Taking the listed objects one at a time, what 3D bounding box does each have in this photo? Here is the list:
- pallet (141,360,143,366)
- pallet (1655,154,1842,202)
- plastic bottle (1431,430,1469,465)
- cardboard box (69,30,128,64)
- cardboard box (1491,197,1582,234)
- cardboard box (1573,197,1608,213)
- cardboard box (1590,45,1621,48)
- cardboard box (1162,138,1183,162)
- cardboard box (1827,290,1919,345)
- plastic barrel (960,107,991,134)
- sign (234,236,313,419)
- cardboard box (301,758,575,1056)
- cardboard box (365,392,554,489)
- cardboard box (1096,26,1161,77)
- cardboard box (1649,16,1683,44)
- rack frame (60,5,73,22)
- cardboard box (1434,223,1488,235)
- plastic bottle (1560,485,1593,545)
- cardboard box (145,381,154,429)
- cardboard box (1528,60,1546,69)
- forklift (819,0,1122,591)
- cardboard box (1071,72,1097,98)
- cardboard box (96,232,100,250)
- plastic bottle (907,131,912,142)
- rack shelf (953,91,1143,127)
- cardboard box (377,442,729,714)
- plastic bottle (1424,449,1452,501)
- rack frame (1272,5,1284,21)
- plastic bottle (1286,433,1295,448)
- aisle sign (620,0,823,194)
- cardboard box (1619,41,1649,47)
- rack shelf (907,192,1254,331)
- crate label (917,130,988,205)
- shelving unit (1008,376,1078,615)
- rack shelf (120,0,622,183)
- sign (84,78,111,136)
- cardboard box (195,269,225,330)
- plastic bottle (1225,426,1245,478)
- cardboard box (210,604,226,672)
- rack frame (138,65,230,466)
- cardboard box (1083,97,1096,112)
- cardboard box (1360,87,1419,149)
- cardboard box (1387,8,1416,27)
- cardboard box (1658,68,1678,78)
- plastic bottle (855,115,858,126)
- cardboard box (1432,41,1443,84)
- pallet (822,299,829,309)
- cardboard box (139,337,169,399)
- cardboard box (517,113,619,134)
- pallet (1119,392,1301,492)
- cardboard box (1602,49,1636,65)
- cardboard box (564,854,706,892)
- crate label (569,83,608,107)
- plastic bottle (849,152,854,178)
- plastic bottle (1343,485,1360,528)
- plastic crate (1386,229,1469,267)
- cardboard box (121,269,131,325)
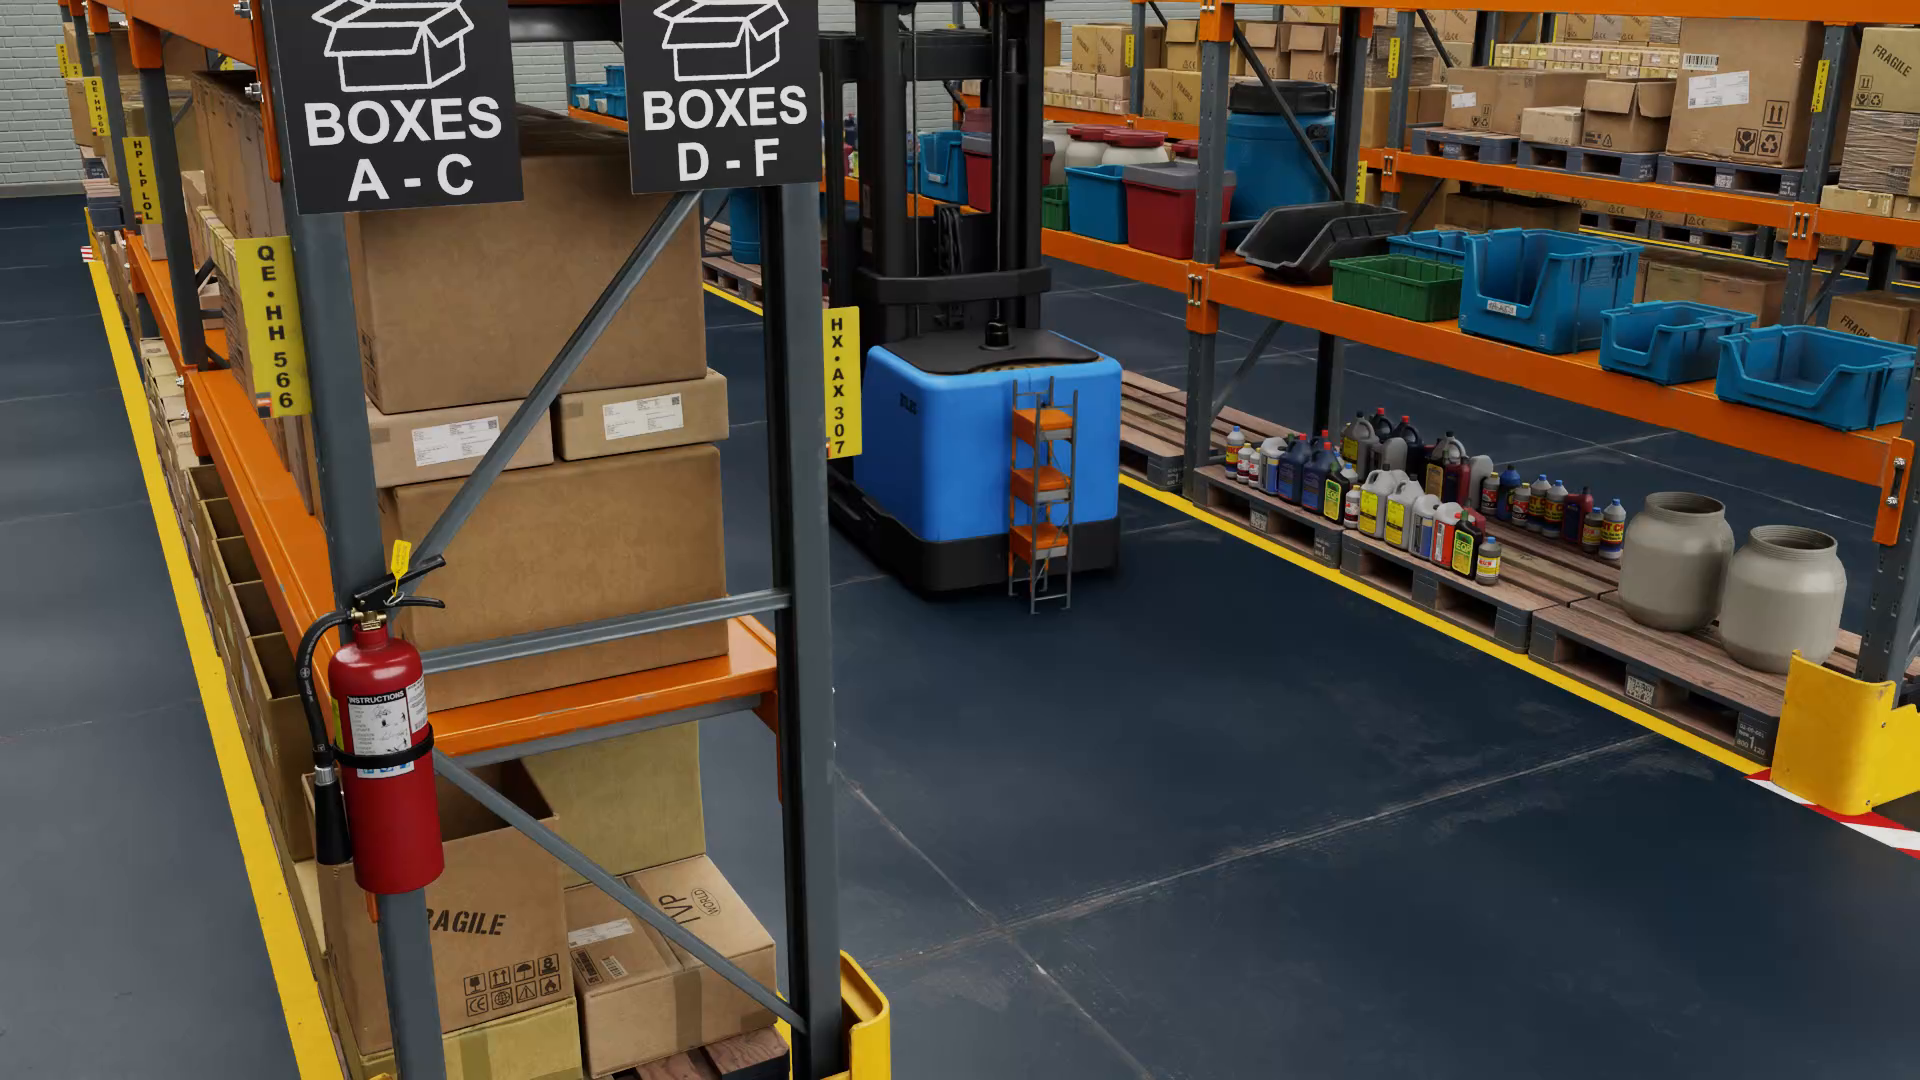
[{"bbox_3d":[-5.446,-1.351,12.223,1.003,0.211,1.213,-10,21,-27],"label":"pallet"},{"bbox_3d":[5.835,-2.636,11.965,1.003,0.211,1.213,-10,21,-27],"label":"pallet"},{"bbox_3d":[2.515,-0.385,8.535,0.144,0.351,0.185,-10,21,-27],"label":"plastic bottle"},{"bbox_3d":[-7.162,-4.019,13.994,0.500,0.500,0.500,-10,22,-28],"label":"cardboard box"},{"bbox_3d":[4.776,-2.675,13.793,0.500,0.250,0.500,-7,20,-21],"label":"cardboard box"},{"bbox_3d":[7.315,-3.984,18.767,0.500,0.500,0.500,-10,21,-26],"label":"cardboard box"},{"bbox_3d":[7.421,-5.569,19.002,0.380,0.149,0.250,-10,21,-27],"label":"cardboard box"},{"bbox_3d":[2.593,-3.794,17.643,1.225,0.875,0.875,-10,21,-26],"label":"cardboard box"},{"bbox_3d":[6.225,-1.380,11.221,0.500,0.500,0.500,-11,22,-28],"label":"cardboard box"},{"bbox_3d":[0.299,-2.843,12.065,0.600,0.536,0.708,-10,21,-27],"label":"plastic barrel"},{"bbox_3d":[-1.234,-0.382,3.002,0.100,0.325,0.005,-10,21,-27],"label":"sign"},{"bbox_3d":[-1.267,0.836,4.031,0.500,0.500,0.500,-10,21,-27],"label":"cardboard box"},{"bbox_3d":[-1.099,-0.237,3.571,0.380,0.149,0.250,-10,22,-28],"label":"cardboard box"},{"bbox_3d":[1.818,-5.296,18.004,0.500,0.500,0.500,-9,21,-25],"label":"cardboard box"},{"bbox_3d":[10.042,-7.220,23.271,0.500,0.500,0.500,-10,21,-26],"label":"cardboard box"},{"bbox_3d":[-8.348,-4.396,16.772,1.000,3.000,0.127,-10,21,-27],"label":"rack frame"},{"bbox_3d":[4.507,-2.470,14.348,0.700,0.500,0.500,-11,22,-30],"label":"cardboard box"},{"bbox_3d":[2.933,-0.129,7.898,0.061,0.283,0.133,-10,21,-26],"label":"plastic bottle"},{"bbox_3d":[-4.559,-0.802,9.929,0.500,0.250,0.500,-10,21,-27],"label":"cardboard box"},{"bbox_3d":[6.715,-5.408,18.991,0.380,0.149,0.250,-9,21,-25],"label":"cardboard box"},{"bbox_3d":[-0.241,-1.592,8.751,1.130,2.935,3.031,-7,20,-21],"label":"forklift"},{"bbox_3d":[1.583,-5.085,18.543,0.500,0.250,0.500,-9,21,-25],"label":"cardboard box"},{"bbox_3d":[-8.102,-2.960,16.153,0.500,0.250,0.500,-10,21,-27],"label":"cardboard box"},{"bbox_3d":[-0.413,-3.140,13.329,0.097,0.271,0.097,0,19,0],"label":"plastic bottle"},{"bbox_3d":[1.322,-5.015,19.669,1.077,0.370,4.000,-10,21,-27],"label":"rack shelf"},{"bbox_3d":[-0.961,0.014,3.839,0.700,0.500,0.500,-10,21,-27],"label":"cardboard box"},{"bbox_3d":[2.437,-0.330,8.478,0.061,0.283,0.133,-10,21,-27],"label":"plastic bottle"},{"bbox_3d":[4.785,-6.668,23.358,1.000,3.000,0.127,-10,21,-27],"label":"rack frame"},{"bbox_3d":[1.748,-0.410,8.710,0.061,0.283,0.133,-10,21,-27],"label":"plastic bottle"},{"bbox_3d":[-0.449,-1.060,3.120,0.394,0.787,0.004,-10,21,-27],"label":"aisle sign"},{"bbox_3d":[9.812,-6.898,23.871,0.500,0.500,0.500,-9,21,-25],"label":"cardboard box"},{"bbox_3d":[0.762,-1.951,10.790,1.077,0.370,4.000,-10,21,-27],"label":"rack shelf"},{"bbox_3d":[0.046,-2.555,11.383,0.502,0.435,0.616,-10,21,-27],"label":"crate label"},{"bbox_3d":[0.374,-0.202,7.594,0.215,1.050,0.252,-8,22,-22],"label":"shelving unit"},{"bbox_3d":[-1.700,-1.455,4.753,1.077,0.370,4.000,-10,21,-27],"label":"rack shelf"},{"bbox_3d":[-5.022,-2.522,9.689,0.100,0.325,0.005,-10,21,-27],"label":"sign"},{"bbox_3d":[-3.229,-1.111,7.460,0.396,0.266,0.258,-11,22,-28],"label":"cardboard box"},{"bbox_3d":[1.477,-0.476,8.921,0.097,0.271,0.097,0,19,0],"label":"plastic bottle"},{"bbox_3d":[-2.696,0.330,6.647,0.500,0.250,0.500,-10,21,-27],"label":"cardboard box"},{"bbox_3d":[-2.650,-0.951,6.789,1.000,3.000,0.127,-10,21,-27],"label":"rack frame"},{"bbox_3d":[1.594,-4.847,18.463,0.380,0.149,0.250,-10,22,-28],"label":"cardboard box"},{"bbox_3d":[3.718,-3.783,14.843,0.500,0.500,0.500,-9,21,-25],"label":"cardboard box"},{"bbox_3d":[5.743,-6.570,20.932,0.500,0.500,0.500,-9,21,-25],"label":"cardboard box"},{"bbox_3d":[7.575,-4.887,17.481,0.380,0.149,0.250,-10,21,-27],"label":"cardboard box"},{"bbox_3d":[-0.840,-3.461,14.139,0.144,0.351,0.185,-10,21,-27],"label":"plastic bottle"},{"bbox_3d":[5.961,-5.952,20.674,0.500,0.500,0.500,-11,22,-28],"label":"cardboard box"},{"bbox_3d":[-0.599,-1.767,13.429,1.003,0.211,1.213,-10,21,-27],"label":"pallet"},{"bbox_3d":[-4.559,-1.067,9.838,0.500,0.311,0.500,-9,21,-25],"label":"cardboard box"},{"bbox_3d":[-1.240,-0.765,4.106,0.700,0.500,0.500,-11,22,-28],"label":"cardboard box"},{"bbox_3d":[1.304,-0.618,10.100,1.003,0.211,1.213,-10,21,-27],"label":"pallet"},{"bbox_3d":[7.213,-5.249,18.074,0.380,0.149,0.250,-9,21,-25],"label":"cardboard box"},{"bbox_3d":[-1.050,0.967,4.802,0.500,0.250,0.500,-10,21,-27],"label":"cardboard box"},{"bbox_3d":[-4.159,-4.989,18.657,0.416,0.233,0.303,-10,21,-27],"label":"crate label"},{"bbox_3d":[-0.794,-2.858,12.619,0.097,0.201,0.097,0,19,0],"label":"plastic bottle"},{"bbox_3d":[1.933,-0.167,8.133,0.097,0.201,0.097,0,19,0],"label":"plastic bottle"},{"bbox_3d":[2.476,-1.371,8.235,0.499,0.251,0.616,-10,21,-27],"label":"plastic crate"},{"bbox_3d":[-5.939,-1.801,12.411,0.500,0.500,0.500,-10,21,-26],"label":"cardboard box"}]
